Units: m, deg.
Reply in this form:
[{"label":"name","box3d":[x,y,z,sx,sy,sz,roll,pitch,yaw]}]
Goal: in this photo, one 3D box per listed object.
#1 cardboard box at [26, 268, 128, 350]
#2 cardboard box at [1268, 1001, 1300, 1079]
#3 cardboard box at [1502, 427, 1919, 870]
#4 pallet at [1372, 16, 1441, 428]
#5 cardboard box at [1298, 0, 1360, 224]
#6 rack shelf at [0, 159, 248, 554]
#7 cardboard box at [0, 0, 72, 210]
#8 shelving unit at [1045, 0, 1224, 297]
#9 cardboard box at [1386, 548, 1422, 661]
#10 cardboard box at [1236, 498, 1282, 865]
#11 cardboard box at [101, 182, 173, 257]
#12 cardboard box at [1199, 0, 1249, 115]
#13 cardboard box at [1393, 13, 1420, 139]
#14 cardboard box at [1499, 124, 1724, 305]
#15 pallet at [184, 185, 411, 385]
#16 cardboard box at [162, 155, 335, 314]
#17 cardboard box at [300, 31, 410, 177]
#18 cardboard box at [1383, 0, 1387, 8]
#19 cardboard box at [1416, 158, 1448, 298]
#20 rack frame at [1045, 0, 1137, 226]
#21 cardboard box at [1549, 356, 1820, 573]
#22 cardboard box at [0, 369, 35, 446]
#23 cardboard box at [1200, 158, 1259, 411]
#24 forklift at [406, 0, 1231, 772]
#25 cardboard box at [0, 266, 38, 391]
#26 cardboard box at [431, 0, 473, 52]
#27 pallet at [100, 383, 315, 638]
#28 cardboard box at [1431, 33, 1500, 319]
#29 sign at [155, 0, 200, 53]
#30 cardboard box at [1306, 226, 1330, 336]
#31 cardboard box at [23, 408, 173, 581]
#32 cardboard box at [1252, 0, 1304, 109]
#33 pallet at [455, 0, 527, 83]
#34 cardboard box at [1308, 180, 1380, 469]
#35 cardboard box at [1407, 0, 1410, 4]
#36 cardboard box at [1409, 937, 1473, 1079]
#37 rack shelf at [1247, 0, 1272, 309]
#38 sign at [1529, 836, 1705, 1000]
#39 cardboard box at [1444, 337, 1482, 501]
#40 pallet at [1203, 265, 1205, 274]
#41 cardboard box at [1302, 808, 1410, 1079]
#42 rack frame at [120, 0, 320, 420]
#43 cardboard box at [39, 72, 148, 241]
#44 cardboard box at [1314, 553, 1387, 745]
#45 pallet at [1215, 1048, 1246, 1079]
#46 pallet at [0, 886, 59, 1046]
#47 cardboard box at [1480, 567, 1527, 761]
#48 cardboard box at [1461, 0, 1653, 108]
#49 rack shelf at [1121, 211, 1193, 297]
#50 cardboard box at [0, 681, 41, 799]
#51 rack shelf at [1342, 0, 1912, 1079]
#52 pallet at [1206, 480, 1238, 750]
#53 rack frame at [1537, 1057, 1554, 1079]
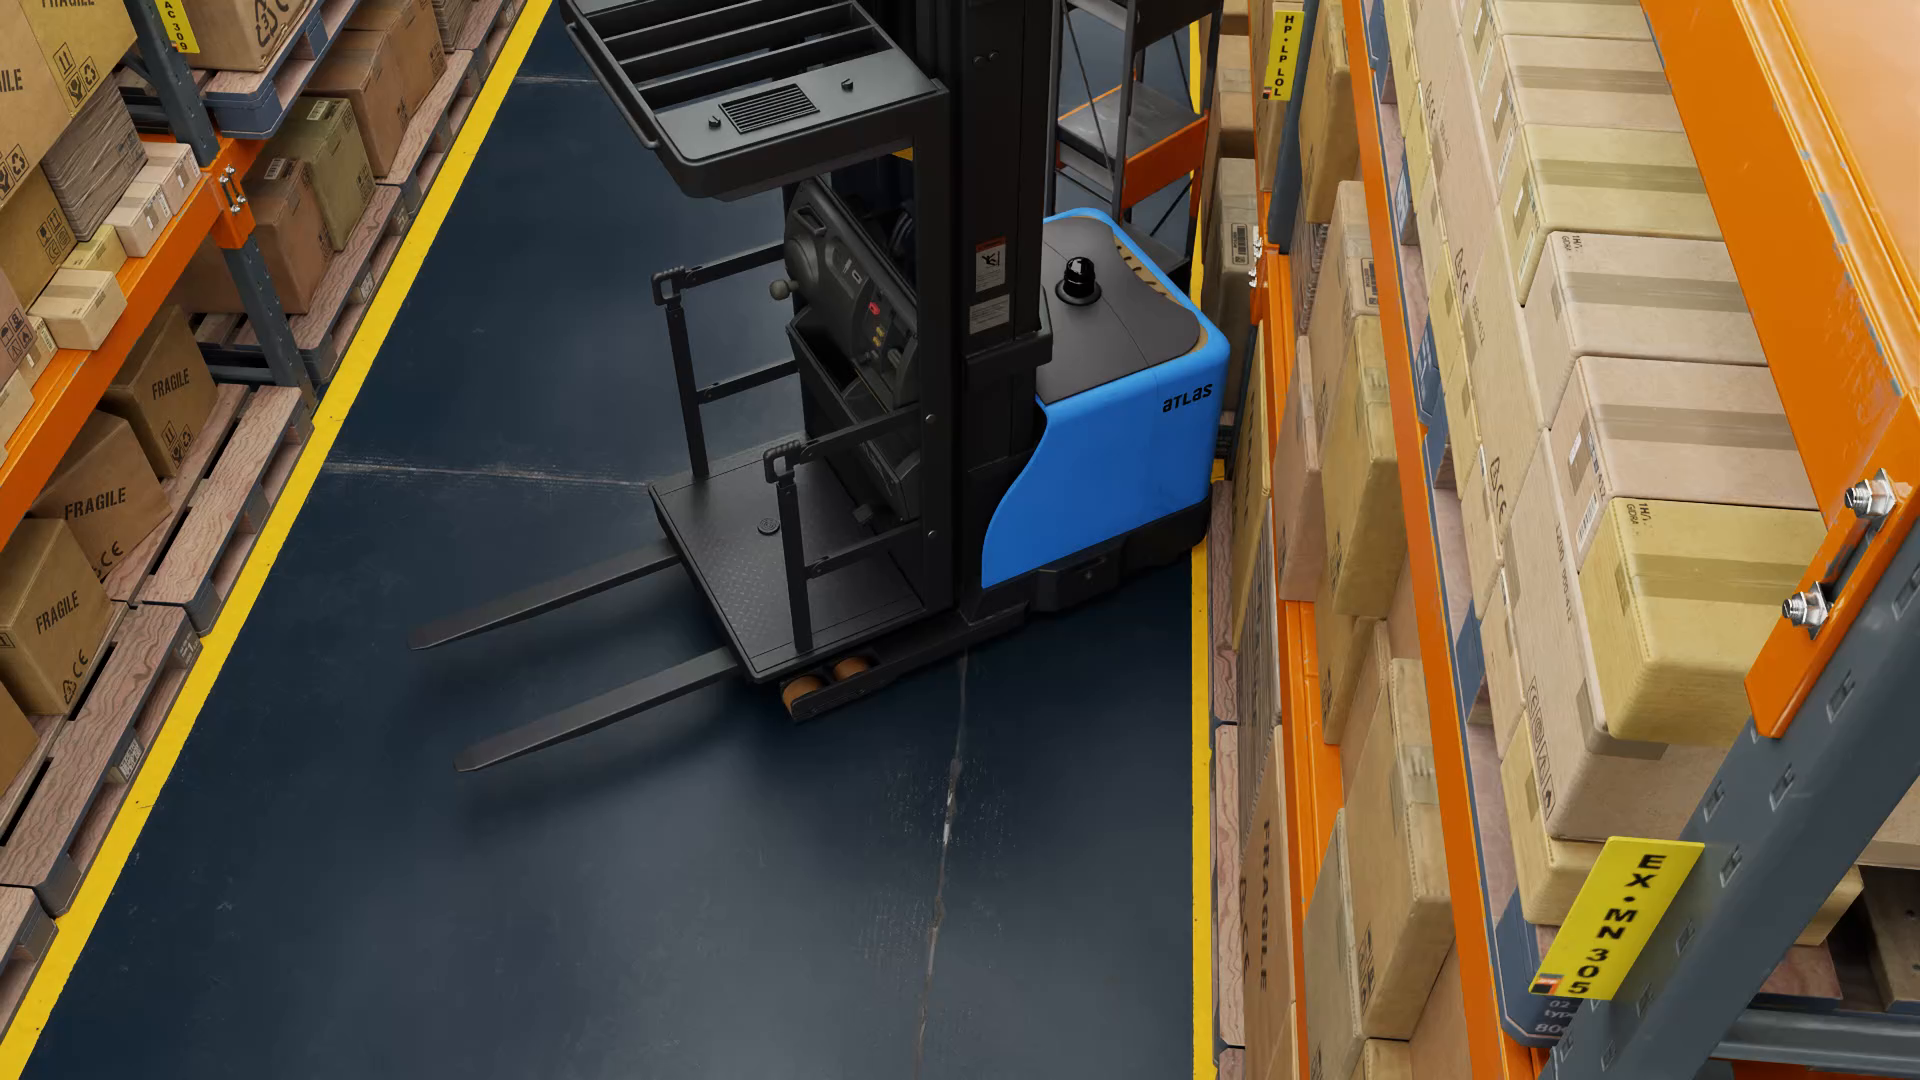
[{"label":"cardboard box","box3d":[-3.077,-0.787,5.633,0.380,0.149,0.250,4,48,4]},{"label":"cardboard box","box3d":[1.238,1.816,4.237,0.875,0.875,0.875,4,48,4]},{"label":"cardboard box","box3d":[1.008,0.127,2.142,0.500,0.250,0.500,4,48,4]},{"label":"pallet","box3d":[1.407,-0.684,3.396,1.003,0.211,1.213,4,48,4]},{"label":"cardboard box","box3d":[1.538,-1.342,5.137,0.875,0.550,0.550,4,48,4]},{"label":"rack shelf","box3d":[-3.506,0.109,5.131,1.077,0.370,4.000,4,48,4]},{"label":"cardboard box","box3d":[-3.135,-1.359,5.039,0.500,0.500,0.500,4,48,4]},{"label":"shelving unit","box3d":[0.674,-1.524,6.744,0.503,2.100,0.431,-34,55,-27]},{"label":"cardboard box","box3d":[1.459,0.246,3.685,0.875,0.550,0.550,4,48,4]},{"label":"cardboard box","box3d":[1.401,0.500,5.442,0.875,0.875,0.875,4,48,4]},{"label":"cardboard box","box3d":[-3.083,-1.158,5.973,0.380,0.149,0.250,4,48,4]},{"label":"cardboard box","box3d":[1.749,-2.434,8.209,1.050,0.750,0.750,5,48,4]},{"label":"cardboard box","box3d":[1.096,-0.937,3.385,0.380,0.149,0.250,4,48,4]},{"label":"cardboard box","box3d":[1.004,-0.461,2.410,0.380,0.149,0.250,5,48,4]},{"label":"pallet","box3d":[-3.254,-1.235,7.762,1.003,0.211,1.213,4,48,4]},{"label":"cardboard box","box3d":[-3.247,-1.358,7.381,0.700,0.500,0.500,1,48,1]},{"label":"cardboard box","box3d":[-3.134,-2.119,8.077,0.700,0.500,0.500,0,48,0]},{"label":"cardboard box","box3d":[1.144,-1.306,3.723,0.380,0.149,0.250,3,48,3]},{"label":"cardboard box","box3d":[1.051,-0.560,3.041,0.380,0.149,0.250,4,48,4]},{"label":"rack frame","box3d":[0.493,-1.403,6.633,0.015,2.100,0.400,-34,55,-27]},{"label":"cardboard box","box3d":[0.959,-0.082,2.063,0.380,0.149,0.250,4,48,4]},{"label":"cardboard box","box3d":[-3.214,-0.426,5.303,0.380,0.149,0.250,4,48,4]},{"label":"cardboard box","box3d":[1.573,-1.041,6.935,1.050,0.750,0.750,4,48,3]},{"label":"forklift","box3d":[-0.552,-0.775,5.499,3.031,2.935,1.130,-21,51,-18]},{"label":"cardboard box","box3d":[-3.452,-0.672,5.089,0.875,0.500,0.500,4,48,4]},{"label":"cardboard box","box3d":[-3.038,-2.946,8.833,0.700,0.500,0.500,0,48,0]},{"label":"pallet","box3d":[-3.350,-0.167,6.785,1.003,0.211,1.213,4,48,4]},{"label":"cardboard box","box3d":[1.101,-0.609,2.815,0.500,0.250,0.500,4,48,3]},{"label":"sign","box3d":[-2.783,-1.865,5.862,0.100,0.325,0.005,4,48,4]},{"label":"cardboard box","box3d":[1.557,-0.569,5.162,0.875,0.550,0.550,4,48,4]},{"label":"cardboard box","box3d":[-3.445,-0.189,6.326,0.500,0.500,0.500,18,50,16]},{"label":"cardboard box","box3d":[1.434,-2.002,6.507,0.500,0.500,0.500,3,48,3]},{"label":"pallet","box3d":[-3.032,-3.028,9.402,1.003,0.211,1.213,4,48,4]},{"label":"cardboard box","box3d":[1.418,-0.543,4.406,0.875,0.550,0.550,4,48,4]},{"label":"cardboard box","box3d":[1.193,-1.351,3.494,0.500,0.250,0.500,3,48,3]},{"label":"cardboard box","box3d":[1.314,1.058,2.942,0.875,0.550,0.550,4,48,4]},{"label":"rack shelf","box3d":[1.788,-2.423,7.447,1.077,0.370,4.000,4,48,4]},{"label":"sign","box3d":[0.703,0.412,1.787,0.100,0.325,0.005,4,48,4]},{"label":"cardboard box","box3d":[1.005,-0.186,2.699,0.380,0.149,0.250,4,48,4]},{"label":"pallet","box3d":[1.710,-1.726,8.211,1.003,0.211,1.213,4,48,4]},{"label":"cardboard box","box3d":[1.259,1.011,3.716,0.875,0.550,0.550,4,48,4]},{"label":"rack frame","box3d":[-3.324,-1.604,6.210,1.000,3.000,0.127,4,48,4]},{"label":"cardboard box","box3d":[-3.427,-1.411,5.765,0.875,0.500,0.500,4,48,4]},{"label":"cardboard box","box3d":[1.442,0.216,4.444,0.875,0.550,0.500,4,48,4]},{"label":"pallet","box3d":[1.237,2.092,4.720,1.003,0.211,1.213,4,48,4]},{"label":"pallet","box3d":[-3.572,1.626,5.145,1.003,0.211,1.213,4,48,4]},{"label":"cardboard box","box3d":[0.958,0.188,2.356,0.380,0.149,0.250,4,48,4]},{"label":"cardboard box","box3d":[1.051,-0.833,2.750,0.380,0.149,0.250,3,48,3]},{"label":"rack shelf","box3d":[0.678,-1.039,7.268,0.480,0.518,0.431,-34,55,-27]},{"label":"cardboard box","box3d":[-3.519,0.679,5.531,0.500,0.500,0.500,8,48,7]},{"label":"rack shelf","box3d":[1.424,-0.544,3.599,0.831,0.071,3.687,4,48,4]},{"label":"pallet","box3d":[1.459,0.299,6.360,1.003,0.211,1.213,4,48,4]},{"label":"rack frame","box3d":[1.242,1.743,3.149,1.000,3.000,0.127,4,48,4]}]
